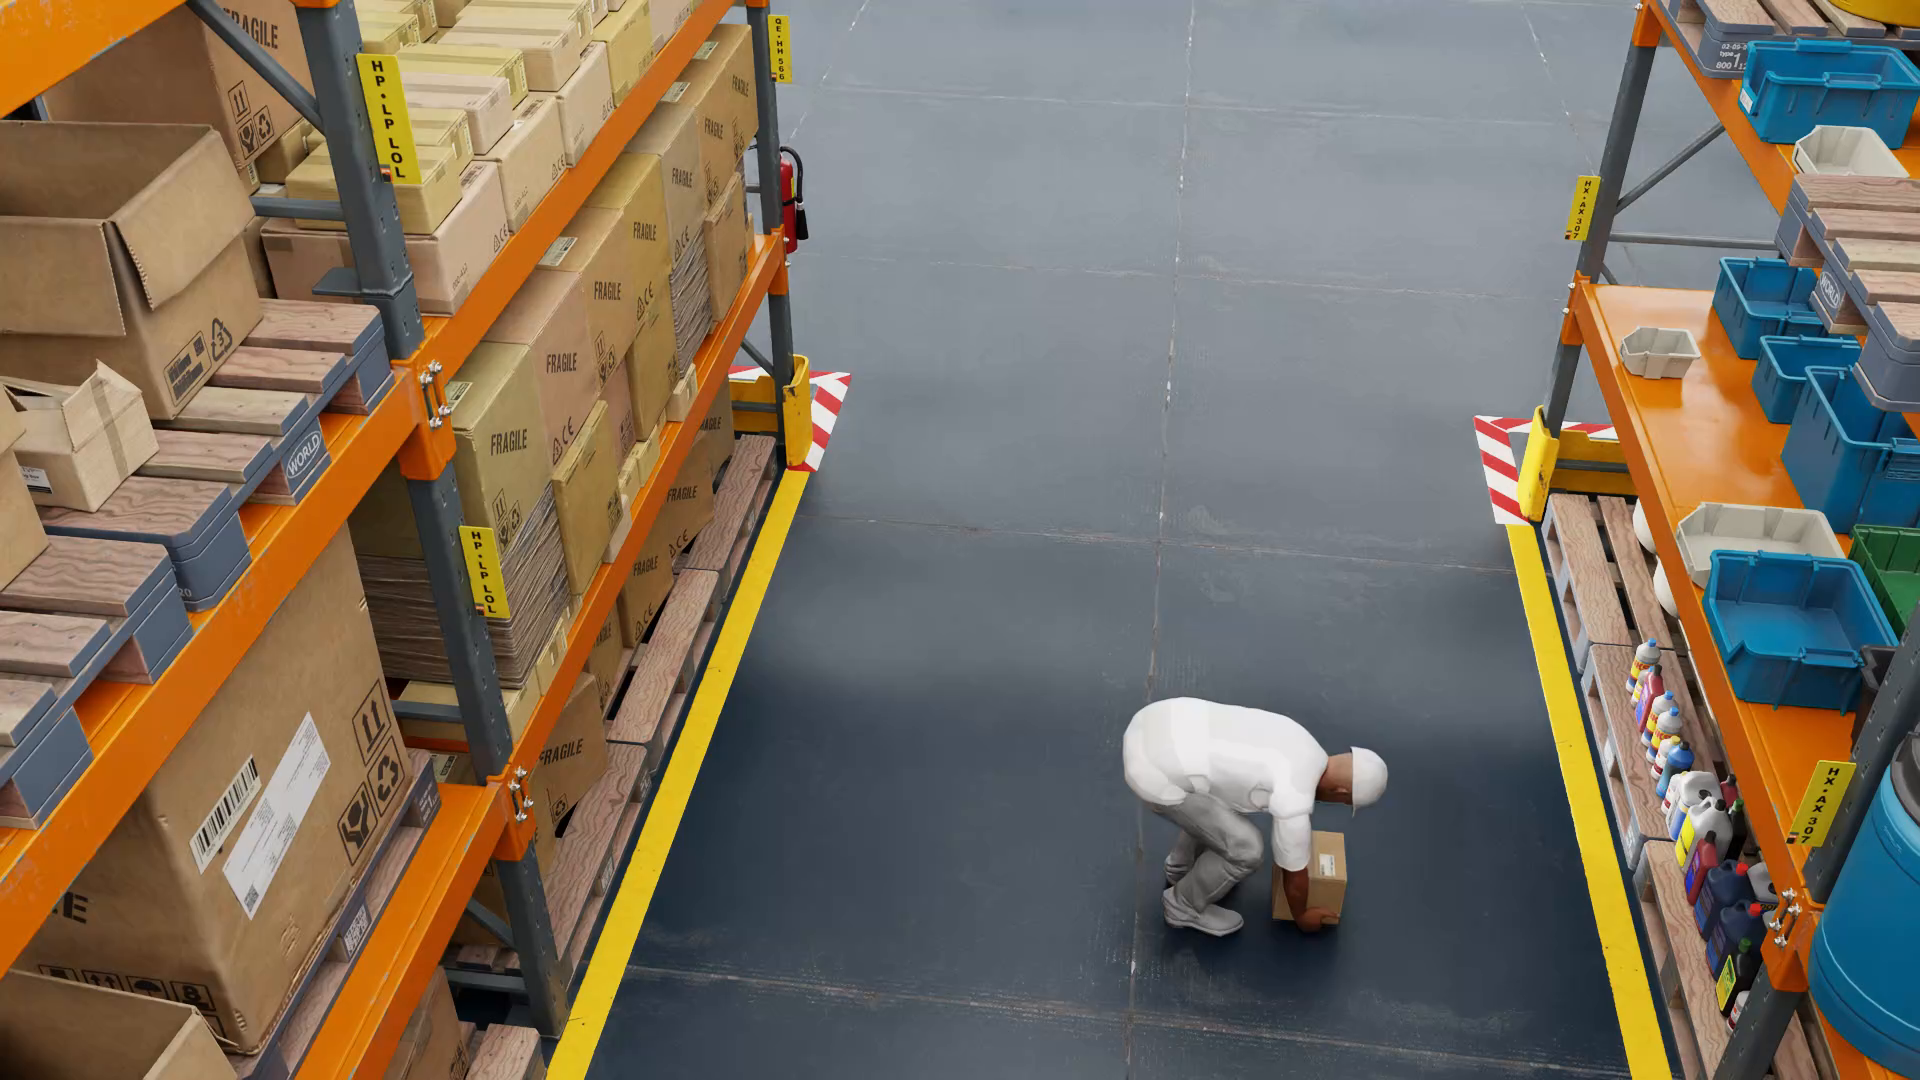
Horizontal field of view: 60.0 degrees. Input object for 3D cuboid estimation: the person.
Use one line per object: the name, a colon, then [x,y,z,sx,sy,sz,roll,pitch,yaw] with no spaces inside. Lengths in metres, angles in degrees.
person: [1.087,1.029,6.278,0.973,0.967,0.501,3,36,4]
